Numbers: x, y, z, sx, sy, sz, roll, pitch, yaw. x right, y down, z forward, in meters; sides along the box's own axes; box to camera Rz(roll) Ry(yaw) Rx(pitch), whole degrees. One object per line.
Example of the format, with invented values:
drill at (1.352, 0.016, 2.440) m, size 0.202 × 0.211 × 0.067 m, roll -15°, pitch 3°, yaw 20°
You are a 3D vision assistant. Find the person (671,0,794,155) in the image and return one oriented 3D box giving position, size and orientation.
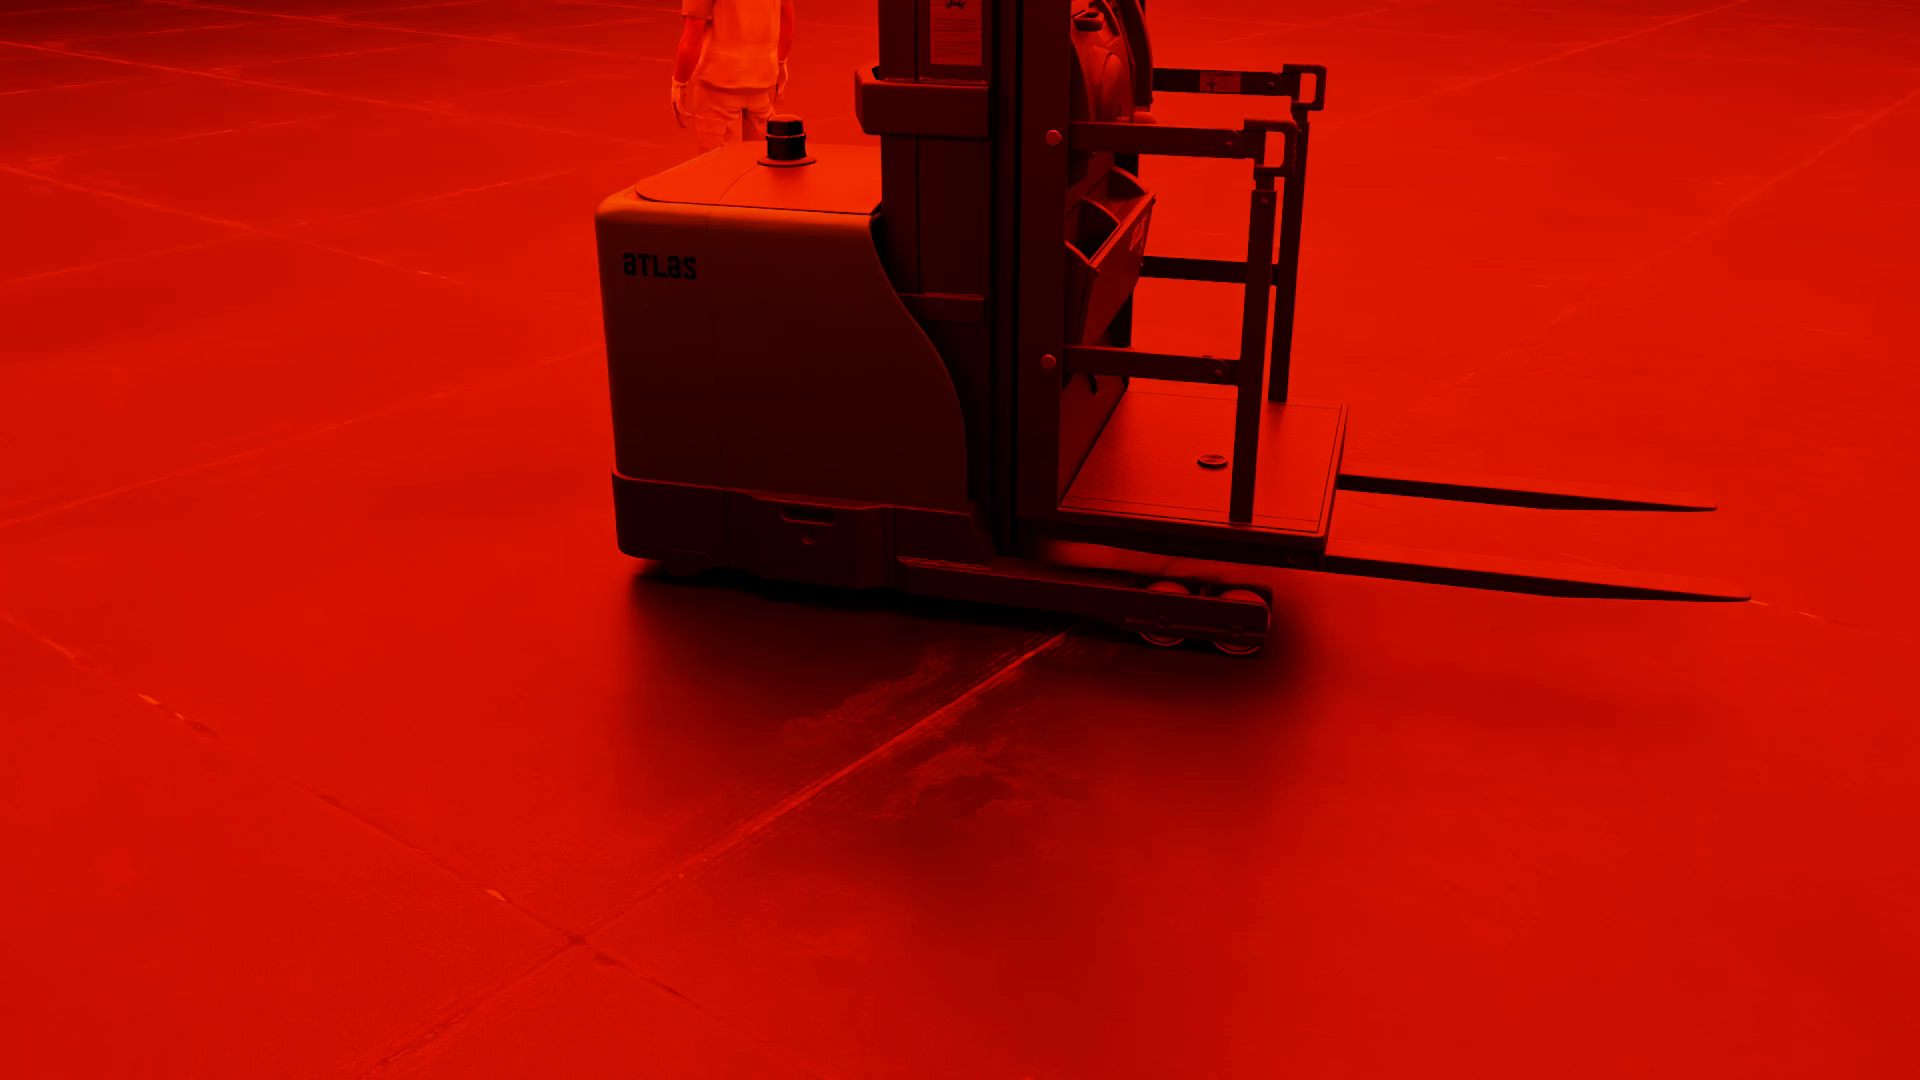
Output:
person at (-1.064, -2.074, 7.529) m, size 0.637 × 1.787 × 0.564 m, roll -21°, pitch 31°, yaw -40°

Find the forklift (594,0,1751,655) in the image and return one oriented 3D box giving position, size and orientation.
forklift at (0.587, -1.281, 4.284) m, size 3.031 × 2.935 × 1.130 m, roll 6°, pitch 24°, yaw 14°
